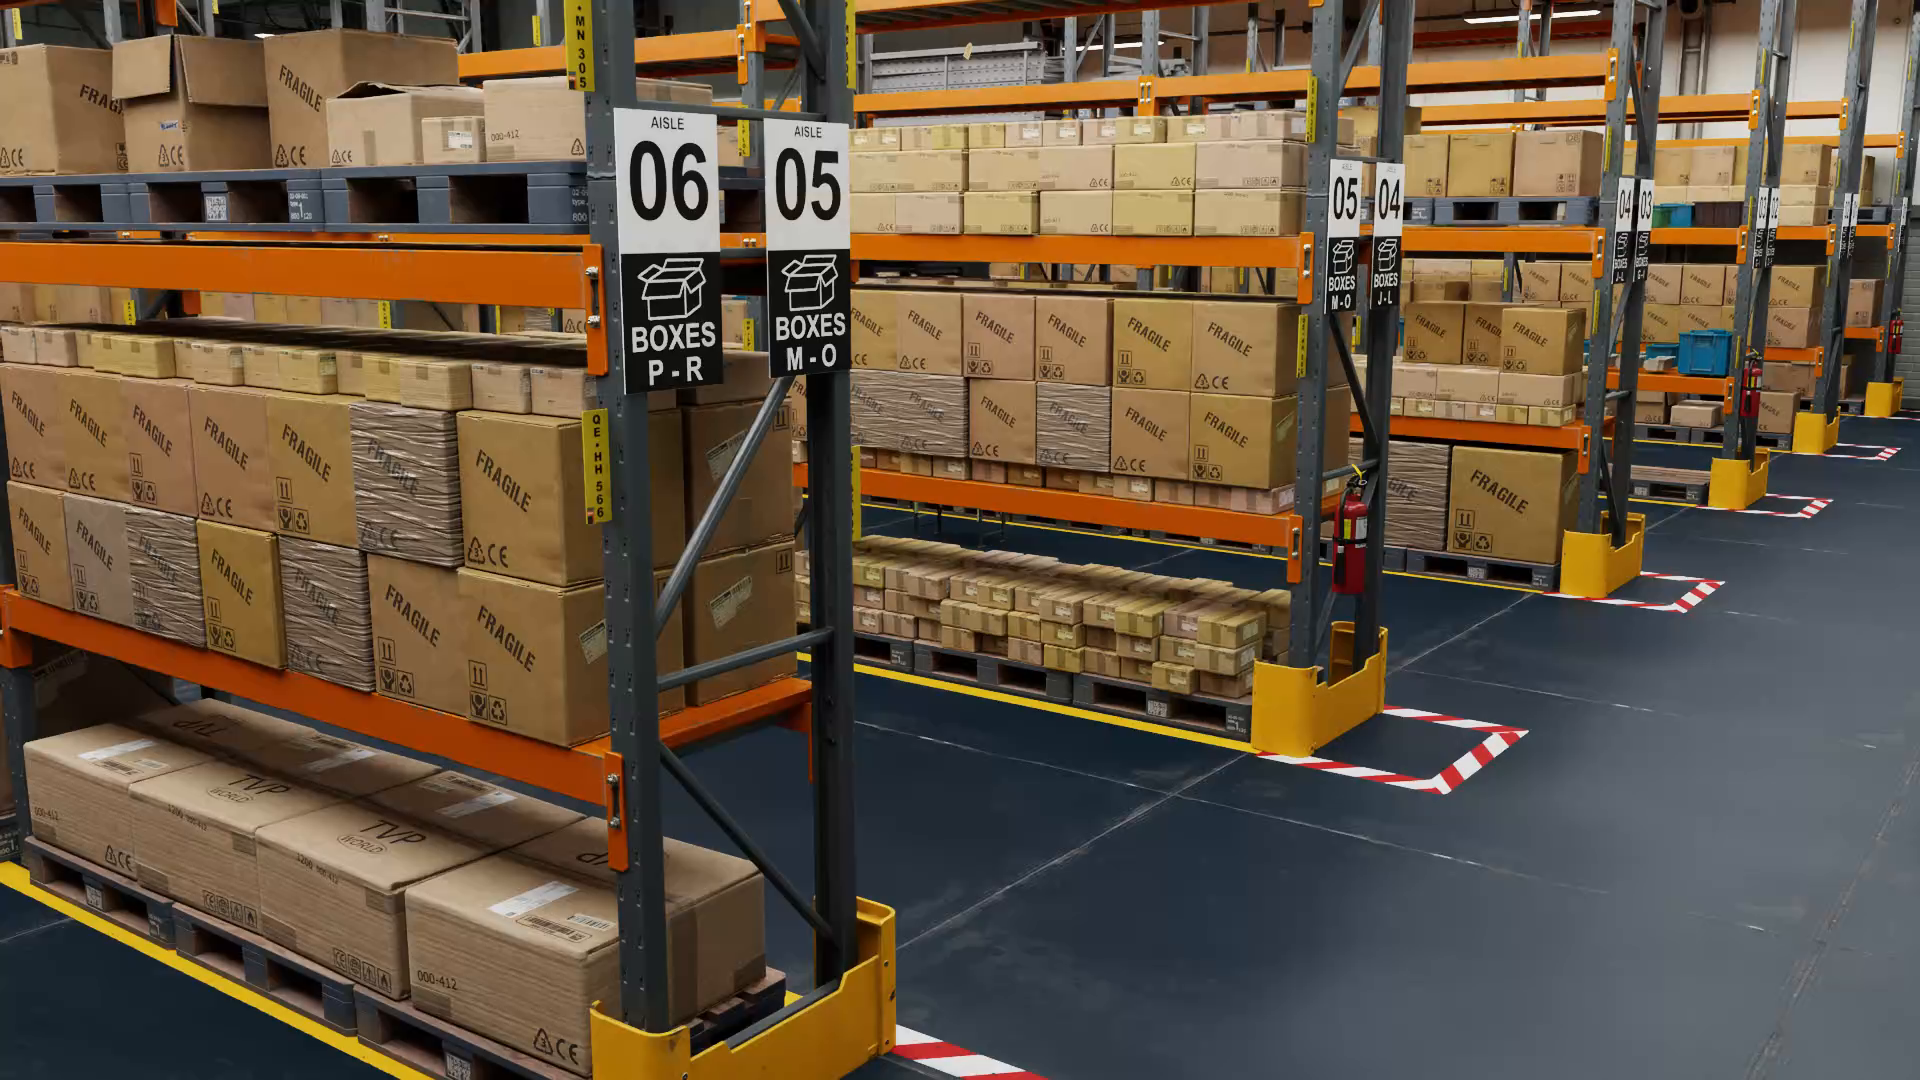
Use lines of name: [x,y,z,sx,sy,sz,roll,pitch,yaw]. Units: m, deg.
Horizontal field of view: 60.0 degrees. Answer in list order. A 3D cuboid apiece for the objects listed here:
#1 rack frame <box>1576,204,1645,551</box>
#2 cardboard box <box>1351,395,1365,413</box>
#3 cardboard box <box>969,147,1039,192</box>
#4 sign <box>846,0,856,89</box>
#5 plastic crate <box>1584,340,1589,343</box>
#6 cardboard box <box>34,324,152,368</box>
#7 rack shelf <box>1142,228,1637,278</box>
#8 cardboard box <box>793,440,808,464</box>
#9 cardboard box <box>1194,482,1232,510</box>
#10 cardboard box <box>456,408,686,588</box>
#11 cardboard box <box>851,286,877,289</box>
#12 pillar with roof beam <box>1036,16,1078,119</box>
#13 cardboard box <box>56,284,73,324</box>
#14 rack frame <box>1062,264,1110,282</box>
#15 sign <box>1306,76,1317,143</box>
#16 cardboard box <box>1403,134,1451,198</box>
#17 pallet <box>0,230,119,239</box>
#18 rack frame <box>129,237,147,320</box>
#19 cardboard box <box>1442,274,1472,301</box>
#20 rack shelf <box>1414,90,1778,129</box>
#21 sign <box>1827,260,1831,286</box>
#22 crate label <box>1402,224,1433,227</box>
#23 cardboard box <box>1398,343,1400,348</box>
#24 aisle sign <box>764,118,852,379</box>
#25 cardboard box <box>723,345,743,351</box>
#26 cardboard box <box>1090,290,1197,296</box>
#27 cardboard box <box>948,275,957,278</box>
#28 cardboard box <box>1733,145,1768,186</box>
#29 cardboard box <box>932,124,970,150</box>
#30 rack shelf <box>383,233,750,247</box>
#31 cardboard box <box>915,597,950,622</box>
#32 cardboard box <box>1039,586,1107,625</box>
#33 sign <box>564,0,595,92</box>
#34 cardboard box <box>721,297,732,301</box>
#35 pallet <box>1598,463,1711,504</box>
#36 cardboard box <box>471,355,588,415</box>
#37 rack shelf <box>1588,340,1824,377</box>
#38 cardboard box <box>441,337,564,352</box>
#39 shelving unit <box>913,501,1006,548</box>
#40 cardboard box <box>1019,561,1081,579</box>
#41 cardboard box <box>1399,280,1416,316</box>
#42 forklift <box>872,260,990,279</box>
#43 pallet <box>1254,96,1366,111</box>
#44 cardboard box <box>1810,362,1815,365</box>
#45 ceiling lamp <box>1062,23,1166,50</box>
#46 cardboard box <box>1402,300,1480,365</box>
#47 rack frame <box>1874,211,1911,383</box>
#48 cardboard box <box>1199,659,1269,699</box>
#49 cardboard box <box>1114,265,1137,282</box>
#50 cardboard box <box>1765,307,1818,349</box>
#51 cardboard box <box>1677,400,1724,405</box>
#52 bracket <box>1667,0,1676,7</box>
rack frame: [5.160,-1.125,13.165,0.127,3.000,1.000,8,13,36]
cardboard box: [3.446,-1.163,14.024,0.250,0.149,0.380,8,14,37]
cardboard box: [0.397,-2.208,9.946,0.500,0.250,0.500,7,13,33]
sign: [-0.372,-1.632,5.383,0.005,0.325,0.100,8,13,36]
plastic crate: [6.784,-2.090,18.439,0.300,0.233,0.416,8,13,36]
cardboard box: [-3.613,-0.814,6.957,0.250,0.149,0.380,8,14,36]
rack shelf: [3.548,-2.469,14.111,4.000,0.370,1.077,8,13,36]
cardboard box: [-1.047,-0.621,11.224,0.250,0.149,0.380,9,14,38]
cardboard box: [1.534,-0.280,9.463,0.250,0.149,0.380,8,13,35]
cardboard box: [-1.235,-0.165,5.311,0.500,0.500,0.500,9,14,37]
cardboard box: [-0.862,-1.424,11.036,0.500,0.500,0.500,8,14,37]
pillar with roof beam: [-0.412,-7.538,30.524,0.548,9.000,9.100,8,13,36]
cardboard box: [-8.672,-2.502,17.048,0.550,0.550,0.875,8,13,36]
rack frame: [1.644,-2.782,21.734,0.127,3.000,1.000,8,13,36]
sign: [1.798,-2.201,8.503,0.005,0.325,0.100,8,13,36]
cardboard box: [3.882,-3.084,13.766,0.500,0.500,0.700,7,13,32]
pallet: [-4.698,-1.531,7.875,1.217,0.209,0.805,7,13,33]
rack frame: [-7.529,-1.726,16.273,0.127,3.000,1.000,8,13,36]
cardboard box: [8.564,-4.294,28.448,0.500,0.500,0.500,8,13,35]
rack shelf: [6.480,-4.503,17.784,4.000,0.370,1.077,8,13,36]
sign: [10.682,-3.282,20.435,0.005,0.325,0.100,8,13,36]
crate label: [5.091,-3.576,18.636,0.466,0.136,0.293,8,13,36]
cardboard box: [8.023,-3.347,29.207,0.750,0.750,0.750,8,13,35]
aisle sign: [-0.476,-0.920,5.264,0.004,0.787,0.394,8,13,36]
cardboard box: [-1.560,-1.376,12.452,0.250,0.149,0.380,8,14,36]
cardboard box: [1.121,-1.271,10.246,0.500,0.500,0.500,8,13,34]
cardboard box: [-0.014,-4.498,28.632,0.250,0.149,0.380,8,14,37]
cardboard box: [10.250,-4.778,21.256,0.500,0.500,0.700,8,13,36]
cardboard box: [0.041,-2.442,10.105,0.250,0.149,0.380,9,14,38]
rack shelf: [-2.693,-2.171,12.569,4.000,0.370,1.077,8,13,36]
cardboard box: [-0.080,0.413,10.836,0.250,0.149,0.380,9,14,38]
cardboard box: [0.693,0.397,10.135,0.250,0.149,0.380,9,14,38]
sign: [-1.038,-1.394,4.540,0.005,0.325,0.100,8,13,36]
cardboard box: [-3.060,-2.550,19.155,0.637,0.503,0.797,10,15,41]
pallet: [7.450,-0.612,17.860,1.213,0.211,1.003,8,13,36]
cardboard box: [-1.332,-0.500,5.336,0.250,0.149,0.380,8,14,37]
rack shelf: [9.415,-2.512,22.233,4.000,0.370,1.077,8,13,36]
cardboard box: [-1.689,-0.662,6.170,0.250,0.149,0.380,8,14,36]
shelving unit: [-0.005,-0.737,15.111,0.755,1.500,0.431,8,13,36]
cardboard box: [0.590,0.255,10.866,0.250,0.149,0.380,8,14,36]
cardboard box: [6.342,-3.535,24.255,0.500,0.500,0.700,4,12,21]
forklift: [-0.474,-2.100,18.389,3.031,2.935,1.130,-9,14,-40]
pallet: [4.183,-5.077,19.352,1.213,0.211,1.003,8,13,36]
cardboard box: [13.121,-2.747,25.319,0.250,0.149,0.380,8,13,35]
ceiling lamp: [2.514,-10.145,28.632,2.000,3.185,0.800,8,13,36]
cardboard box: [4.109,-1.774,14.160,0.500,0.500,0.500,7,13,34]
rack frame: [13.956,-3.399,24.925,0.127,3.000,1.000,8,13,36]
cardboard box: [1.595,0.790,9.671,0.250,0.149,0.380,8,14,36]
cardboard box: [3.314,-5.114,32.155,0.500,0.500,0.500,8,13,35]
cardboard box: [10.505,-2.698,21.038,0.500,0.500,0.500,8,14,37]
cardboard box: [9.950,-1.724,22.343,0.500,0.250,0.500,8,13,36]
bracket: [11.263,-8.608,26.575,0.430,0.232,0.235,8,13,36]
